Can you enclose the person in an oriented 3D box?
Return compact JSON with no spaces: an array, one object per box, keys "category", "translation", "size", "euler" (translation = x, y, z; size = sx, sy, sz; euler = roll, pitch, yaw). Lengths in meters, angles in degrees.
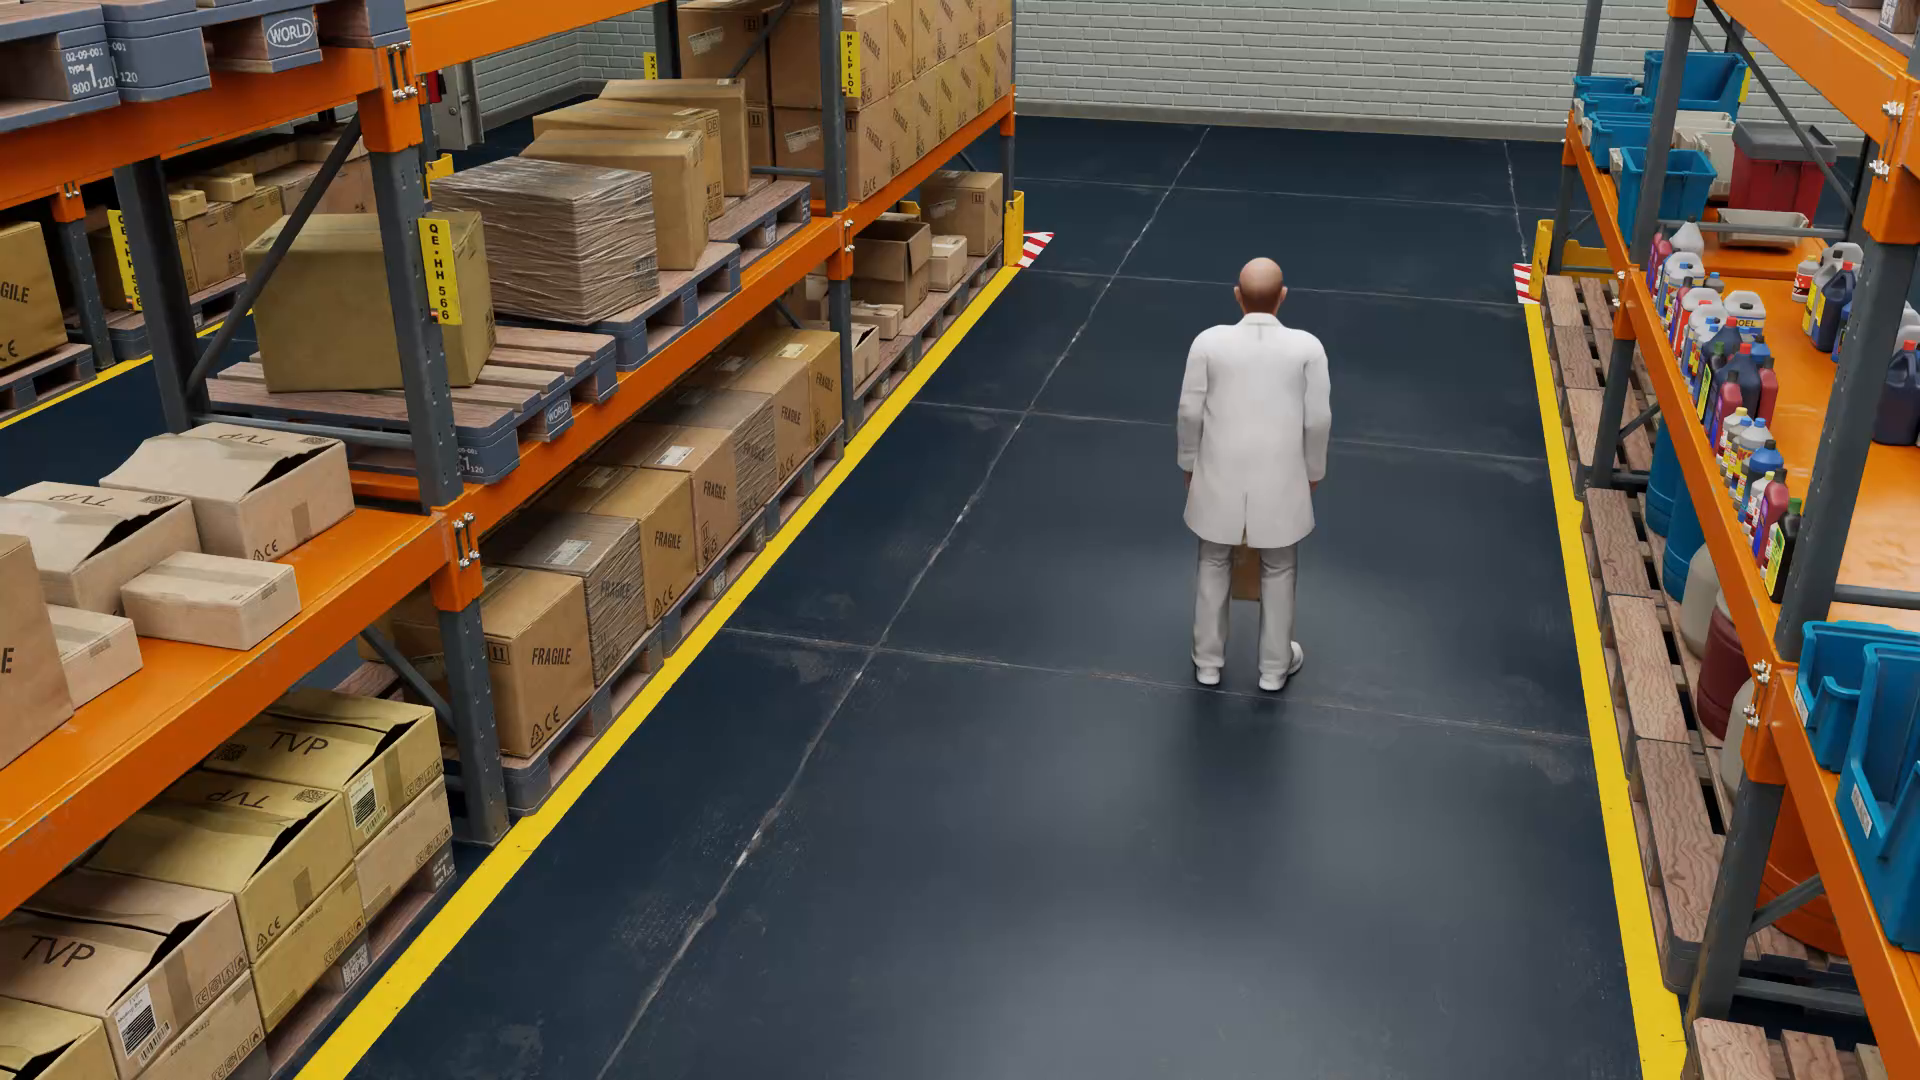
[{"category":"person","translation":[1.159,-0.251,6.661],"size":[0.596,1.776,0.424],"euler":[5,26,12]}]
